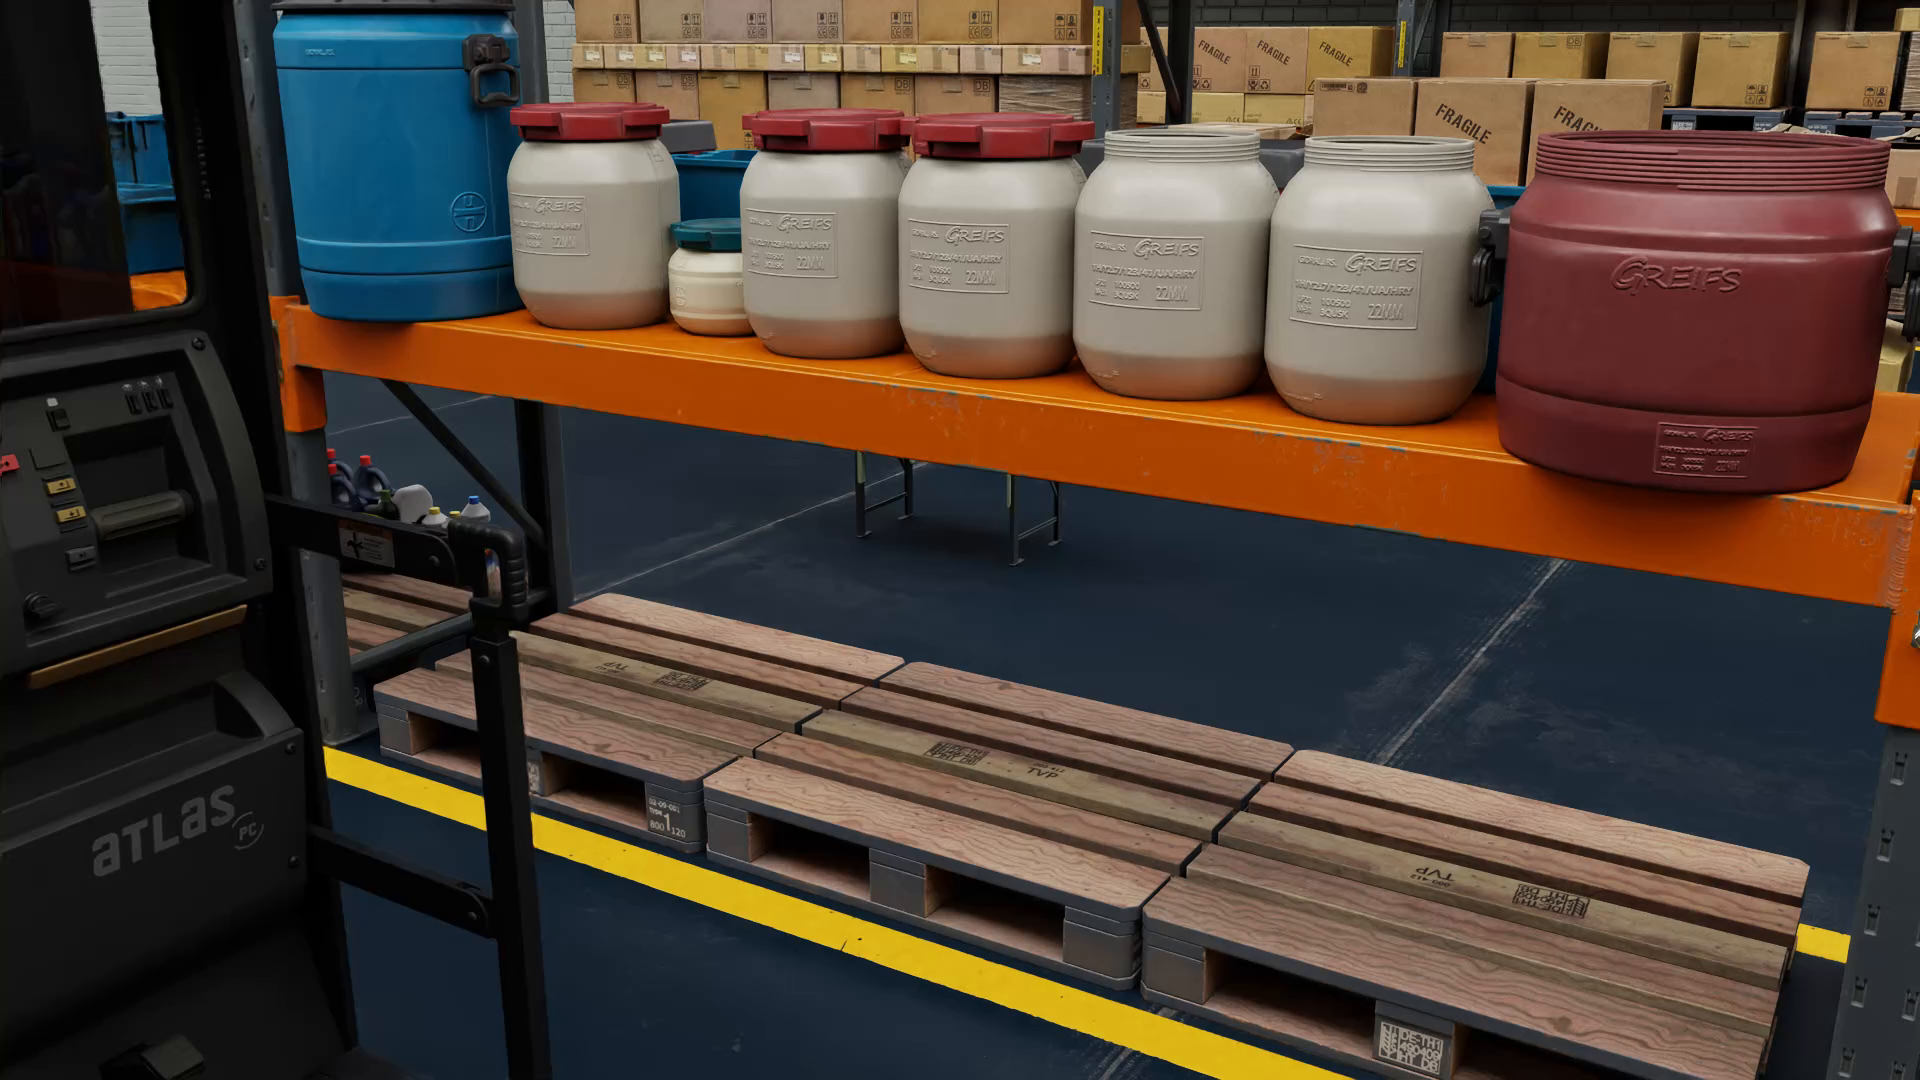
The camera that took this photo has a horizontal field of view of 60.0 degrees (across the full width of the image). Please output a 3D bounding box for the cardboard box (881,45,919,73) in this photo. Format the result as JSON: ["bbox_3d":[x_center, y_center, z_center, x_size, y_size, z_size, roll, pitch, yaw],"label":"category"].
[{"bbox_3d":[-0.231,-2.683,9.265,0.250,0.149,0.380,10,20,30],"label":"cardboard box"}]

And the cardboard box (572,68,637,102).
[{"bbox_3d":[-2.039,-2.763,10.645,0.500,0.500,0.700,10,20,30],"label":"cardboard box"}]

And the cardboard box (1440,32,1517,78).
[{"bbox_3d":[3.984,-3.581,12.581,0.500,0.500,0.700,10,20,30],"label":"cardboard box"}]

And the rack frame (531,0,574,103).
[{"bbox_3d":[-2.430,-2.790,10.904,0.127,3.000,1.000,10,20,30],"label":"rack frame"}]

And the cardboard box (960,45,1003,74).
[{"bbox_3d":[0.200,-2.605,9.008,0.250,0.149,0.380,9,19,28],"label":"cardboard box"}]

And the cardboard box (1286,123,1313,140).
[{"bbox_3d":[1.824,-2.029,8.630,0.258,0.266,0.396,10,19,29],"label":"cardboard box"}]

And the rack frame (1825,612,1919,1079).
[{"bbox_3d":[1.791,-0.347,2.861,0.127,3.000,1.000,10,20,30],"label":"rack frame"}]

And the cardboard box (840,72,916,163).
[{"bbox_3d":[-0.281,-2.451,9.617,0.500,0.500,0.700,10,20,31],"label":"cardboard box"}]

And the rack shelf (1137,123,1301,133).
[{"bbox_3d":[1.863,-3.369,14.048,4.000,0.370,1.077,10,20,30],"label":"rack shelf"}]

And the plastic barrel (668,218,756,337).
[{"bbox_3d":[-0.569,-0.649,4.096,0.301,0.262,0.301,0,17,0],"label":"plastic barrel"}]

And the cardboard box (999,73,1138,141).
[{"bbox_3d":[0.597,-2.295,9.104,0.500,0.500,0.700,10,19,29],"label":"cardboard box"}]

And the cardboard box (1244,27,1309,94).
[{"bbox_3d":[2.575,-3.775,13.082,0.500,0.500,0.500,10,20,30],"label":"cardboard box"}]

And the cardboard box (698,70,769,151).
[{"bbox_3d":[-1.169,-2.608,10.133,0.500,0.500,0.700,10,20,30],"label":"cardboard box"}]

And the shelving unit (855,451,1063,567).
[{"bbox_3d":[-0.006,-0.719,6.667,0.755,1.500,0.431,10,20,30],"label":"shelving unit"}]

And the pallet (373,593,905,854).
[{"bbox_3d":[-0.928,0.489,4.908,1.213,0.211,1.003,10,20,30],"label":"pallet"}]

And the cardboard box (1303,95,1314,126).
[{"bbox_3d":[3.006,-3.343,12.951,0.500,0.250,0.500,10,20,30],"label":"cardboard box"}]

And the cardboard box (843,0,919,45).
[{"bbox_3d":[-0.261,-3.069,9.418,0.500,0.500,0.700,10,20,30],"label":"cardboard box"}]

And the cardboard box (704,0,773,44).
[{"bbox_3d":[-1.113,-3.221,9.920,0.500,0.500,0.700,10,20,30],"label":"cardboard box"}]

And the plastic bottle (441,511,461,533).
[{"bbox_3d":[-1.746,0.001,5.775,0.097,0.201,0.097,0,17,0],"label":"plastic bottle"}]

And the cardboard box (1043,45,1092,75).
[{"bbox_3d":[0.635,-2.528,8.754,0.250,0.149,0.380,10,20,30],"label":"cardboard box"}]

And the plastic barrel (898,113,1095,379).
[{"bbox_3d":[0.077,-0.643,3.603,0.433,0.535,0.433,0,17,0],"label":"plastic barrel"}]

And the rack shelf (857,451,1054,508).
[{"bbox_3d":[-0.006,-0.407,6.761,0.720,0.370,0.431,10,20,30],"label":"rack shelf"}]

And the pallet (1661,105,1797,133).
[{"bbox_3d":[5.268,-2.999,11.925,1.213,0.211,1.003,10,20,30],"label":"pallet"}]

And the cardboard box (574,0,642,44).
[{"bbox_3d":[-1.994,-3.376,10.430,0.500,0.500,0.700,10,20,30],"label":"cardboard box"}]

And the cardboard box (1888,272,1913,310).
[{"bbox_3d":[6.335,-1.911,11.556,0.500,0.500,0.700,10,20,31],"label":"cardboard box"}]

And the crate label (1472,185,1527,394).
[{"bbox_3d":[1.086,-0.582,3.574,0.616,0.435,0.502,10,20,30],"label":"crate label"}]

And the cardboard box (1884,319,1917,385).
[{"bbox_3d":[4.094,-0.879,7.657,0.500,0.311,0.500,11,20,32],"label":"cardboard box"}]

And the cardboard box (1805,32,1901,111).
[{"bbox_3d":[6.080,-3.206,11.345,0.500,0.500,0.700,8,19,25],"label":"cardboard box"}]

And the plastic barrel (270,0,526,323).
[{"bbox_3d":[-1.446,-1.061,4.351,0.708,0.901,0.600,10,20,30],"label":"plastic barrel"}]

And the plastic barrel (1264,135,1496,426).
[{"bbox_3d":[0.803,-0.504,3.186,0.421,0.512,0.421,0,17,0],"label":"plastic barrel"}]

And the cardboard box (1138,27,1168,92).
[{"bbox_3d":[1.708,-3.933,13.602,0.500,0.500,0.500,11,20,32],"label":"cardboard box"}]

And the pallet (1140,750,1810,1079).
[{"bbox_3d":[1.152,0.860,3.686,1.213,0.211,1.003,10,20,30],"label":"pallet"}]

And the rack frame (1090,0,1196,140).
[{"bbox_3d":[0.978,-2.181,8.901,0.127,3.000,1.000,10,20,30],"label":"rack frame"}]

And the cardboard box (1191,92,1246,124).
[{"bbox_3d":[2.149,-3.494,13.446,0.500,0.250,0.500,10,20,30],"label":"cardboard box"}]

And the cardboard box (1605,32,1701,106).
[{"bbox_3d":[5.033,-3.402,11.991,0.500,0.500,0.700,13,21,38],"label":"cardboard box"}]

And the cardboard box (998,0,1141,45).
[{"bbox_3d":[0.597,-2.916,8.915,0.500,0.500,0.700,10,20,30],"label":"cardboard box"}]

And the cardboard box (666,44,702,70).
[{"bbox_3d":[-1.556,-2.918,10.039,0.250,0.149,0.380,10,19,29],"label":"cardboard box"}]

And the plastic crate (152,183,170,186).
[{"bbox_3d":[-2.626,-1.130,5.805,0.662,0.188,0.450,10,20,30],"label":"plastic crate"}]

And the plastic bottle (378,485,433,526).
[{"bbox_3d":[-1.949,-0.062,5.853,0.135,0.276,0.152,11,20,32],"label":"plastic bottle"}]

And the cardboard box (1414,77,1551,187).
[{"bbox_3d":[2.500,-1.952,7.974,0.500,0.500,0.500,10,20,30],"label":"cardboard box"}]

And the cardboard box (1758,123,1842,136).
[{"bbox_3d":[3.726,-1.714,7.517,0.500,0.311,0.500,10,19,29],"label":"cardboard box"}]

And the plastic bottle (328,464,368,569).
[{"bbox_3d":[-2.163,-0.088,5.810,0.185,0.351,0.144,10,20,30],"label":"plastic bottle"}]

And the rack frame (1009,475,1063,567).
[{"bbox_3d":[0.306,-0.663,6.483,0.023,1.500,0.400,10,20,30],"label":"rack frame"}]

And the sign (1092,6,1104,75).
[{"bbox_3d":[0.689,-2.496,8.310,0.005,0.325,0.100,10,20,30],"label":"sign"}]

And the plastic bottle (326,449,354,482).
[{"bbox_3d":[-2.249,-0.152,6.022,0.185,0.351,0.144,9,19,28],"label":"plastic bottle"}]

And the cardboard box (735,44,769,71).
[{"bbox_3d":[-1.110,-2.839,9.780,0.250,0.149,0.380,10,19,29],"label":"cardboard box"}]

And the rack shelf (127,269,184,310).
[{"bbox_3d":[-3.321,-0.915,5.970,4.000,0.370,1.077,10,20,30],"label":"rack shelf"}]

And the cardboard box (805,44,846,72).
[{"bbox_3d":[-0.674,-2.761,9.521,0.250,0.149,0.380,11,20,32],"label":"cardboard box"}]

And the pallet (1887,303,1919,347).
[{"bbox_3d":[6.311,-1.585,11.737,1.213,0.211,1.003,10,20,30],"label":"pallet"}]

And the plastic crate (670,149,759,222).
[{"bbox_3d":[-0.514,-0.857,4.568,0.575,0.384,0.392,10,20,30],"label":"plastic crate"}]

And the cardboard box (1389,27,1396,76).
[{"bbox_3d":[3.277,-3.828,13.257,0.500,0.500,0.500,10,19,29],"label":"cardboard box"}]

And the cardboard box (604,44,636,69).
[{"bbox_3d":[-1.982,-2.995,10.293,0.250,0.149,0.380,10,19,29],"label":"cardboard box"}]
